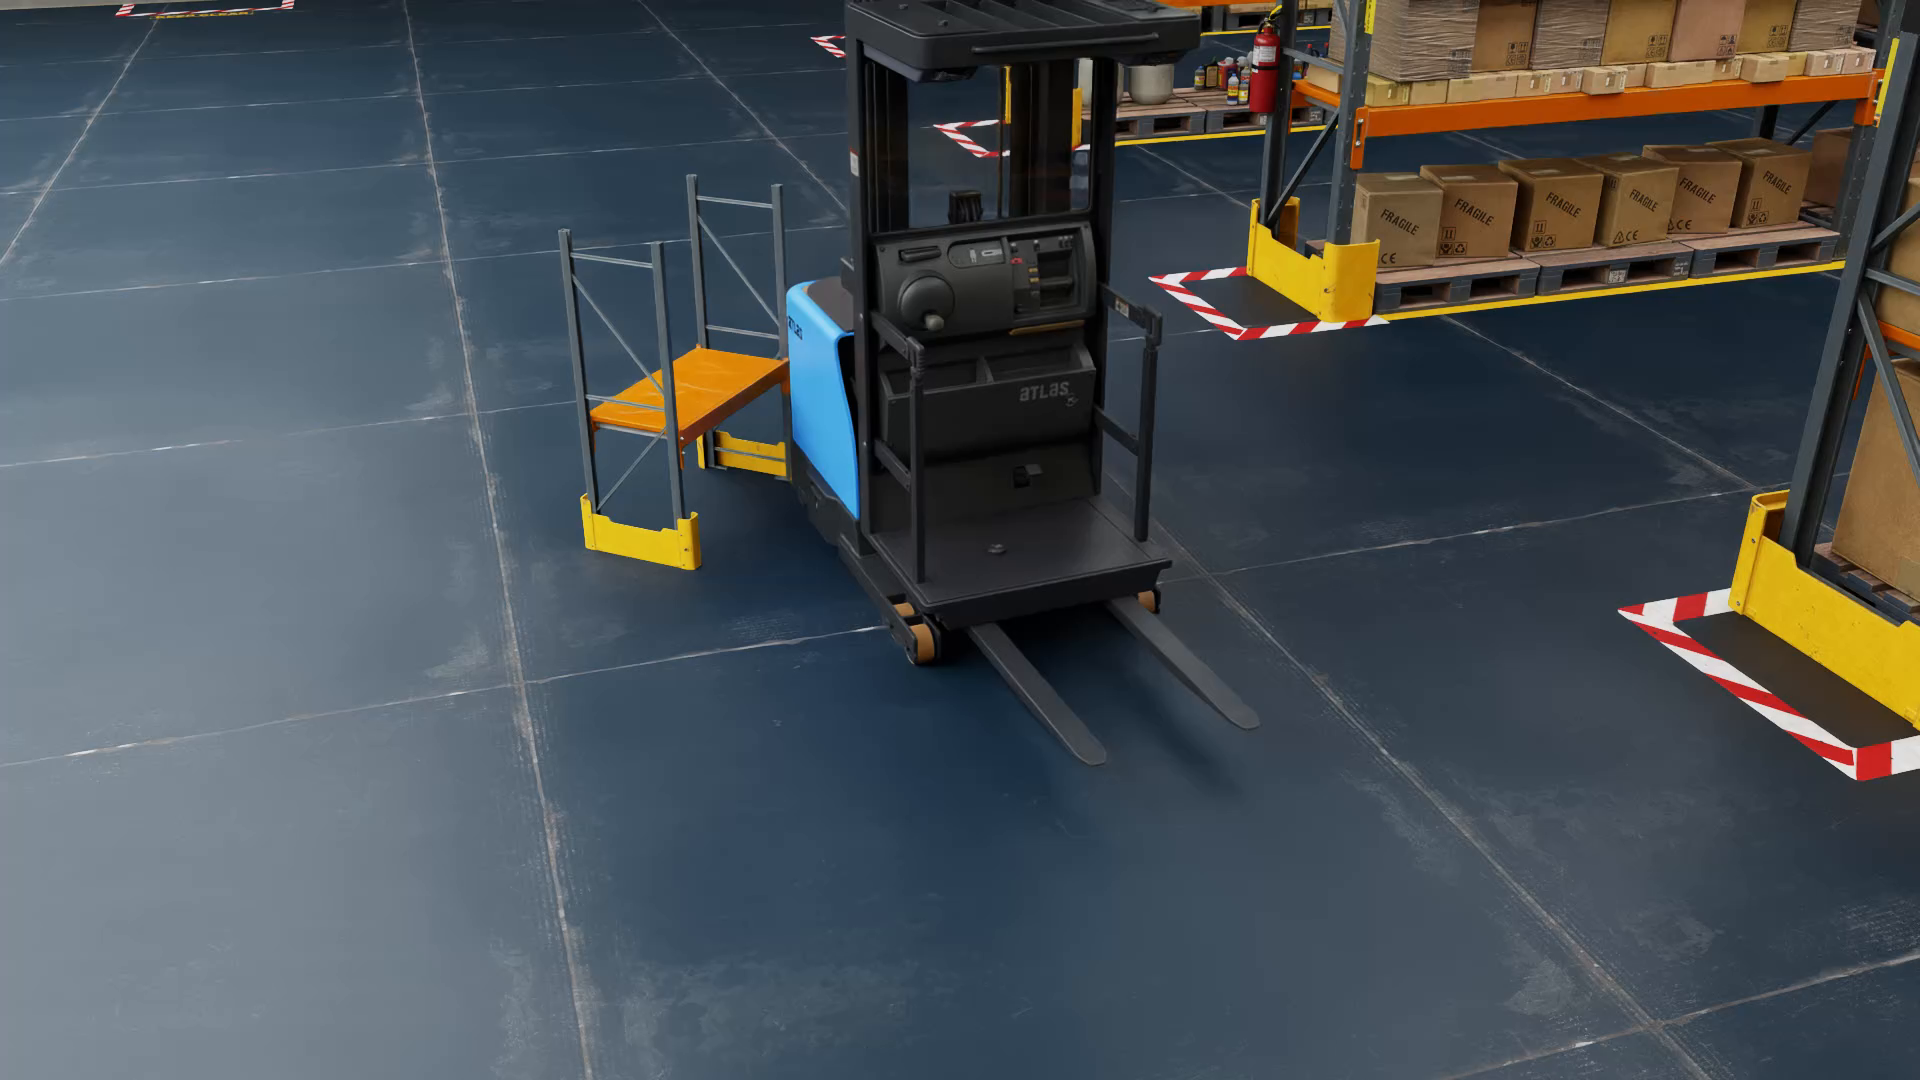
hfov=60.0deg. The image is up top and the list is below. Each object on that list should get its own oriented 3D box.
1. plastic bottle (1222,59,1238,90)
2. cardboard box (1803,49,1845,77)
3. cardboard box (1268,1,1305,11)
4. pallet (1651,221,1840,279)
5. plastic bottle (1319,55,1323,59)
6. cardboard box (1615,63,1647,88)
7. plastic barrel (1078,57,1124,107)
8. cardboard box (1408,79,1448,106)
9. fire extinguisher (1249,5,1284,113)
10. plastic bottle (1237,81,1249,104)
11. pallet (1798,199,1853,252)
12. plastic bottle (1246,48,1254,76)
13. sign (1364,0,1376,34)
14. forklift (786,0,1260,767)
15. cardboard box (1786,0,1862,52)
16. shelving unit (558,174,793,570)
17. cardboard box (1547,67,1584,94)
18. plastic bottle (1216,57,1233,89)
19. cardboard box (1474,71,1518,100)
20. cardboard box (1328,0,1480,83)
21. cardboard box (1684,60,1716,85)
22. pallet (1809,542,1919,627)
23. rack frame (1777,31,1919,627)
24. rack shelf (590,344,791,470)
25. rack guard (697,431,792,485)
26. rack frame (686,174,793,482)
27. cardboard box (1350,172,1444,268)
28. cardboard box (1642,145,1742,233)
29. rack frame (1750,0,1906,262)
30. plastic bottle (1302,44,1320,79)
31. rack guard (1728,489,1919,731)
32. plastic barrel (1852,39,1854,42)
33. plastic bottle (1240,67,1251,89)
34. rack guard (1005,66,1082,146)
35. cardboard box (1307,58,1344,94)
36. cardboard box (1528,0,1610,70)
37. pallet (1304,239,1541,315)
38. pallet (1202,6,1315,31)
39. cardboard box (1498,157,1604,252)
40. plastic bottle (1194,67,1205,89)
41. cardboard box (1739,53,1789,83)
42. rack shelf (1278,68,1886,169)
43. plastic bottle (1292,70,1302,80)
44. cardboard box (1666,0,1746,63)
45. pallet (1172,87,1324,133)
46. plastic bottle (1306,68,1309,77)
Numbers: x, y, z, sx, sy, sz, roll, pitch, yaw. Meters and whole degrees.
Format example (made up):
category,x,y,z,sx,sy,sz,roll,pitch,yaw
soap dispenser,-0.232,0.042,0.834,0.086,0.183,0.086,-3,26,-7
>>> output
category,x,y,z,sx,sy,sz,roll,pitch,yaw
plastic bottle,2.587,-4.459,15.918,0.133,0.283,0.061,-8,28,-16
cardboard box,5.678,-3.222,11.149,0.250,0.149,0.380,-8,28,-16
cardboard box,3.914,-6.685,20.462,0.500,0.250,0.500,-8,27,-15
pallet,5.404,-2.162,11.868,1.213,0.211,1.003,-8,28,-16
plastic bottle,3.502,-4.581,16.178,0.097,0.271,0.097,0,26,0
cardboard box,4.226,-3.050,10.803,0.250,0.149,0.380,-8,28,-16
plastic barrel,1.297,-4.259,15.281,0.421,0.512,0.421,0,26,0
cardboard box,2.817,-2.820,10.340,0.250,0.149,0.380,-8,28,-16
fire extinguisher,1.977,-3.112,10.733,0.183,0.674,0.296,-8,28,-16
plastic bottle,2.614,-4.138,15.364,0.097,0.201,0.097,0,26,0
pallet,6.772,-2.378,12.302,1.213,0.211,1.003,-8,28,-16
plastic bottle,2.842,-4.578,16.081,0.185,0.351,0.144,-7,27,-14
sign,2.397,-3.126,9.700,0.005,0.325,0.100,-8,28,-16
forklift,0.195,-1.020,6.509,1.130,2.935,3.031,-10,28,-19
cardboard box,5.585,-3.661,11.304,0.500,0.500,0.875,-8,28,-16
shelving unit,-1.253,-0.805,7.685,0.587,1.500,1.083,11,28,21
cardboard box,3.760,-2.969,10.639,0.250,0.149,0.380,-8,28,-16
plastic bottle,2.553,-4.500,16.010,0.135,0.276,0.152,-8,28,-16
cardboard box,3.291,-2.891,10.483,0.250,0.149,0.380,-8,28,-16
cardboard box,2.760,-3.210,10.396,0.500,0.500,0.875,-8,28,-16
cardboard box,4.715,-3.101,10.906,0.250,0.149,0.380,-8,28,-16
pallet,4.405,0.249,7.011,1.213,0.211,1.003,-8,28,-16
rack frame,3.668,-0.857,6.103,0.127,3.000,1.000,-8,28,-16
rack shelf,-1.256,-0.640,7.757,0.538,0.185,1.000,11,28,21
rack guard,-1.056,-0.449,8.372,0.587,0.250,0.087,11,28,21
rack frame,-1.055,-1.009,8.096,0.500,1.500,0.032,11,28,21
cardboard box,2.828,-2.115,10.976,0.500,0.500,0.500,-3,27,-7
cardboard box,5.097,-2.467,11.685,0.500,0.500,0.500,0,26,0
rack frame,6.032,-3.519,11.464,0.127,3.000,1.000,-8,28,-16
plastic bottle,3.423,-4.662,16.251,0.185,0.351,0.144,-9,28,-18
rack guard,3.646,0.266,6.652,0.348,0.500,1.175,-8,28,-16
plastic barrel,9.271,-5.428,17.635,0.421,0.512,0.421,0,26,0
plastic bottle,2.742,-4.436,15.964,0.097,0.201,0.097,0,26,0
rack guard,0.752,-3.973,15.190,0.348,0.500,1.175,-8,28,-16
cardboard box,2.436,-2.982,10.666,0.250,0.149,0.380,-8,28,-16
cardboard box,3.687,-3.380,10.738,0.500,0.500,0.875,-8,28,-16
pallet,3.084,-1.826,11.191,1.213,0.211,1.003,-8,28,-16
pallet,3.656,-6.577,20.760,1.213,0.211,1.003,-8,28,-16
cardboard box,3.986,-2.290,11.329,0.500,0.500,0.500,-6,27,-11
plastic bottle,2.305,-4.444,15.980,0.097,0.201,0.097,0,26,0
cardboard box,5.218,-3.131,10.967,0.250,0.149,0.380,-8,28,-16
rack shelf,4.130,-2.921,11.070,4.000,0.370,1.077,-8,28,-16
plastic bottle,3.129,-4.244,15.498,0.097,0.271,0.097,0,26,0
cardboard box,4.654,-3.495,10.971,0.500,0.500,0.875,-8,28,-16
pallet,2.685,-4.119,15.810,1.213,0.211,1.003,-8,28,-16
plastic bottle,3.330,-4.288,15.582,0.135,0.276,0.152,-8,27,-15
